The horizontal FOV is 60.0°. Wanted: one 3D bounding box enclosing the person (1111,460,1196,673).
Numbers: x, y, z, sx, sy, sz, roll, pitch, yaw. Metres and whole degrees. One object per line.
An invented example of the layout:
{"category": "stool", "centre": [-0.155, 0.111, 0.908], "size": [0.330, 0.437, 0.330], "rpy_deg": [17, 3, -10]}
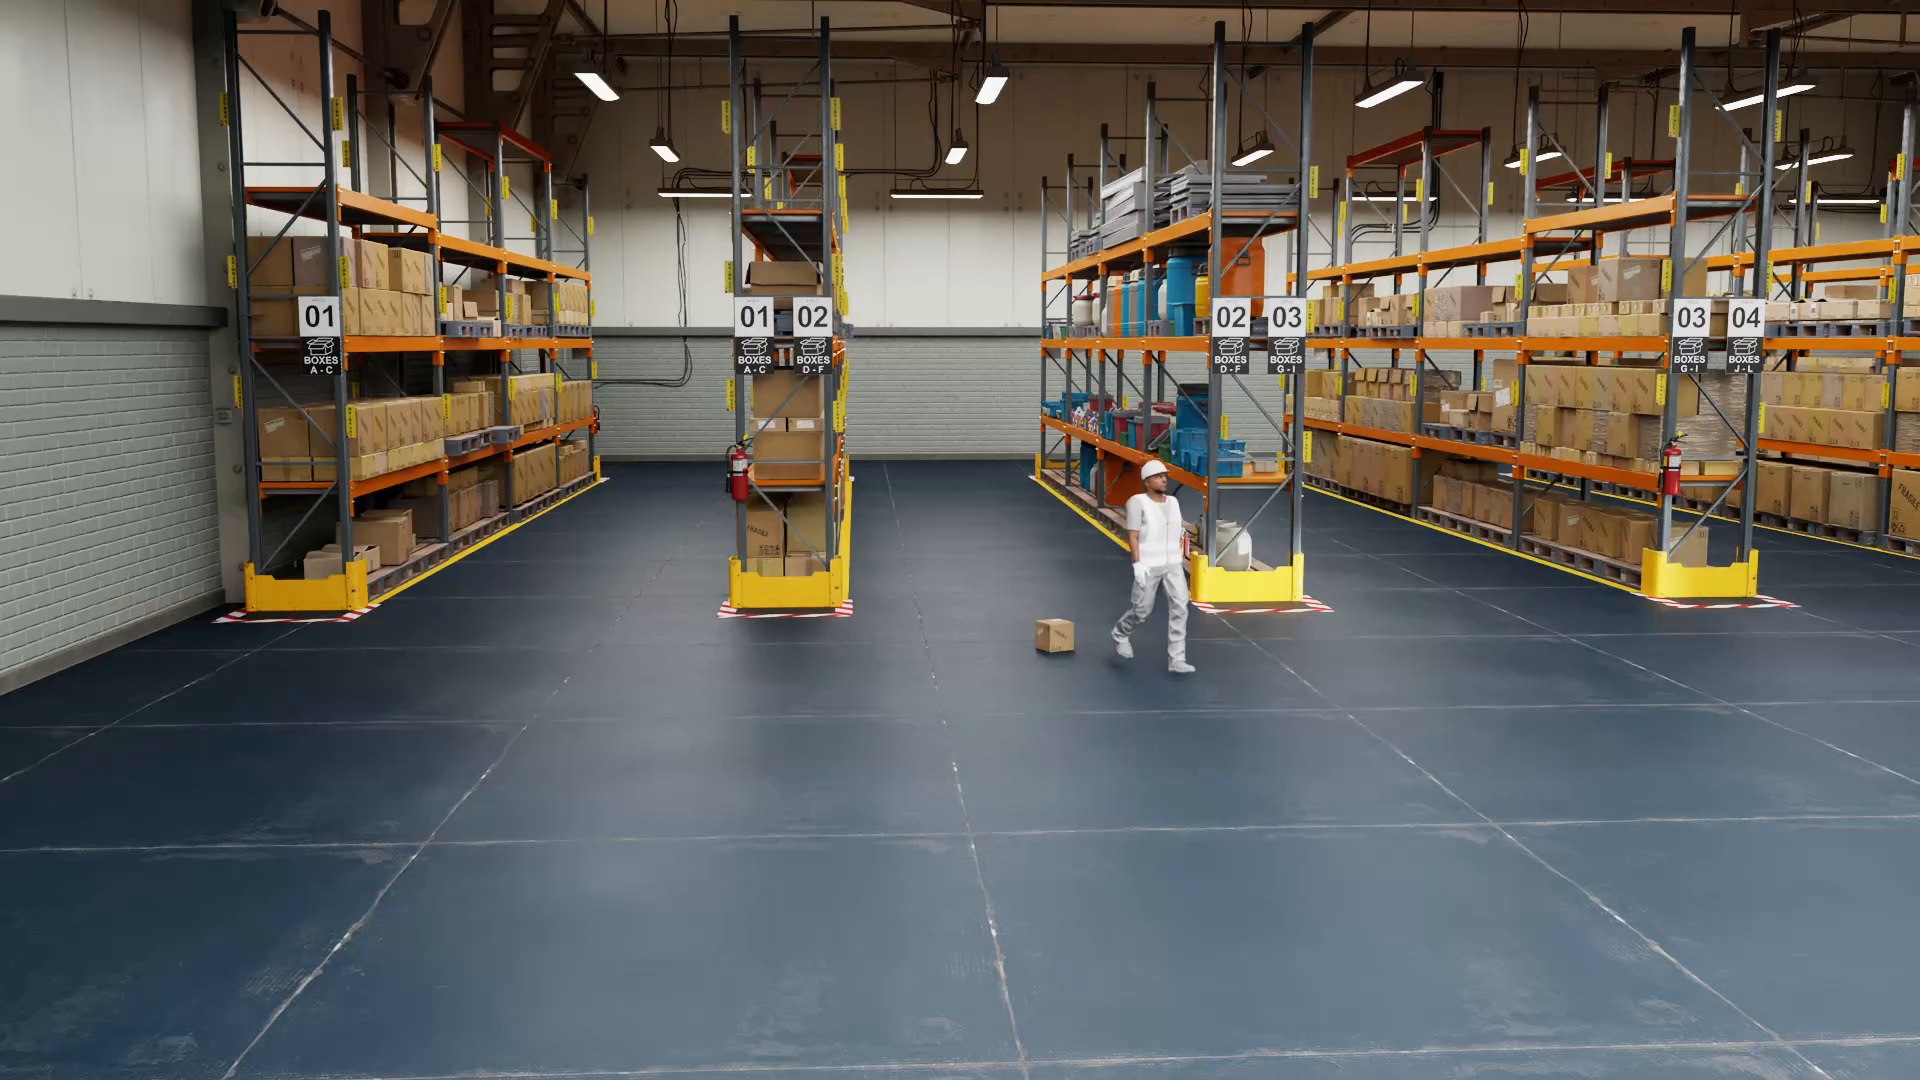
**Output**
{"category": "person", "centre": [1.620, 0.209, 13.854], "size": [0.540, 1.750, 0.930], "rpy_deg": [-3, 8, -26]}
